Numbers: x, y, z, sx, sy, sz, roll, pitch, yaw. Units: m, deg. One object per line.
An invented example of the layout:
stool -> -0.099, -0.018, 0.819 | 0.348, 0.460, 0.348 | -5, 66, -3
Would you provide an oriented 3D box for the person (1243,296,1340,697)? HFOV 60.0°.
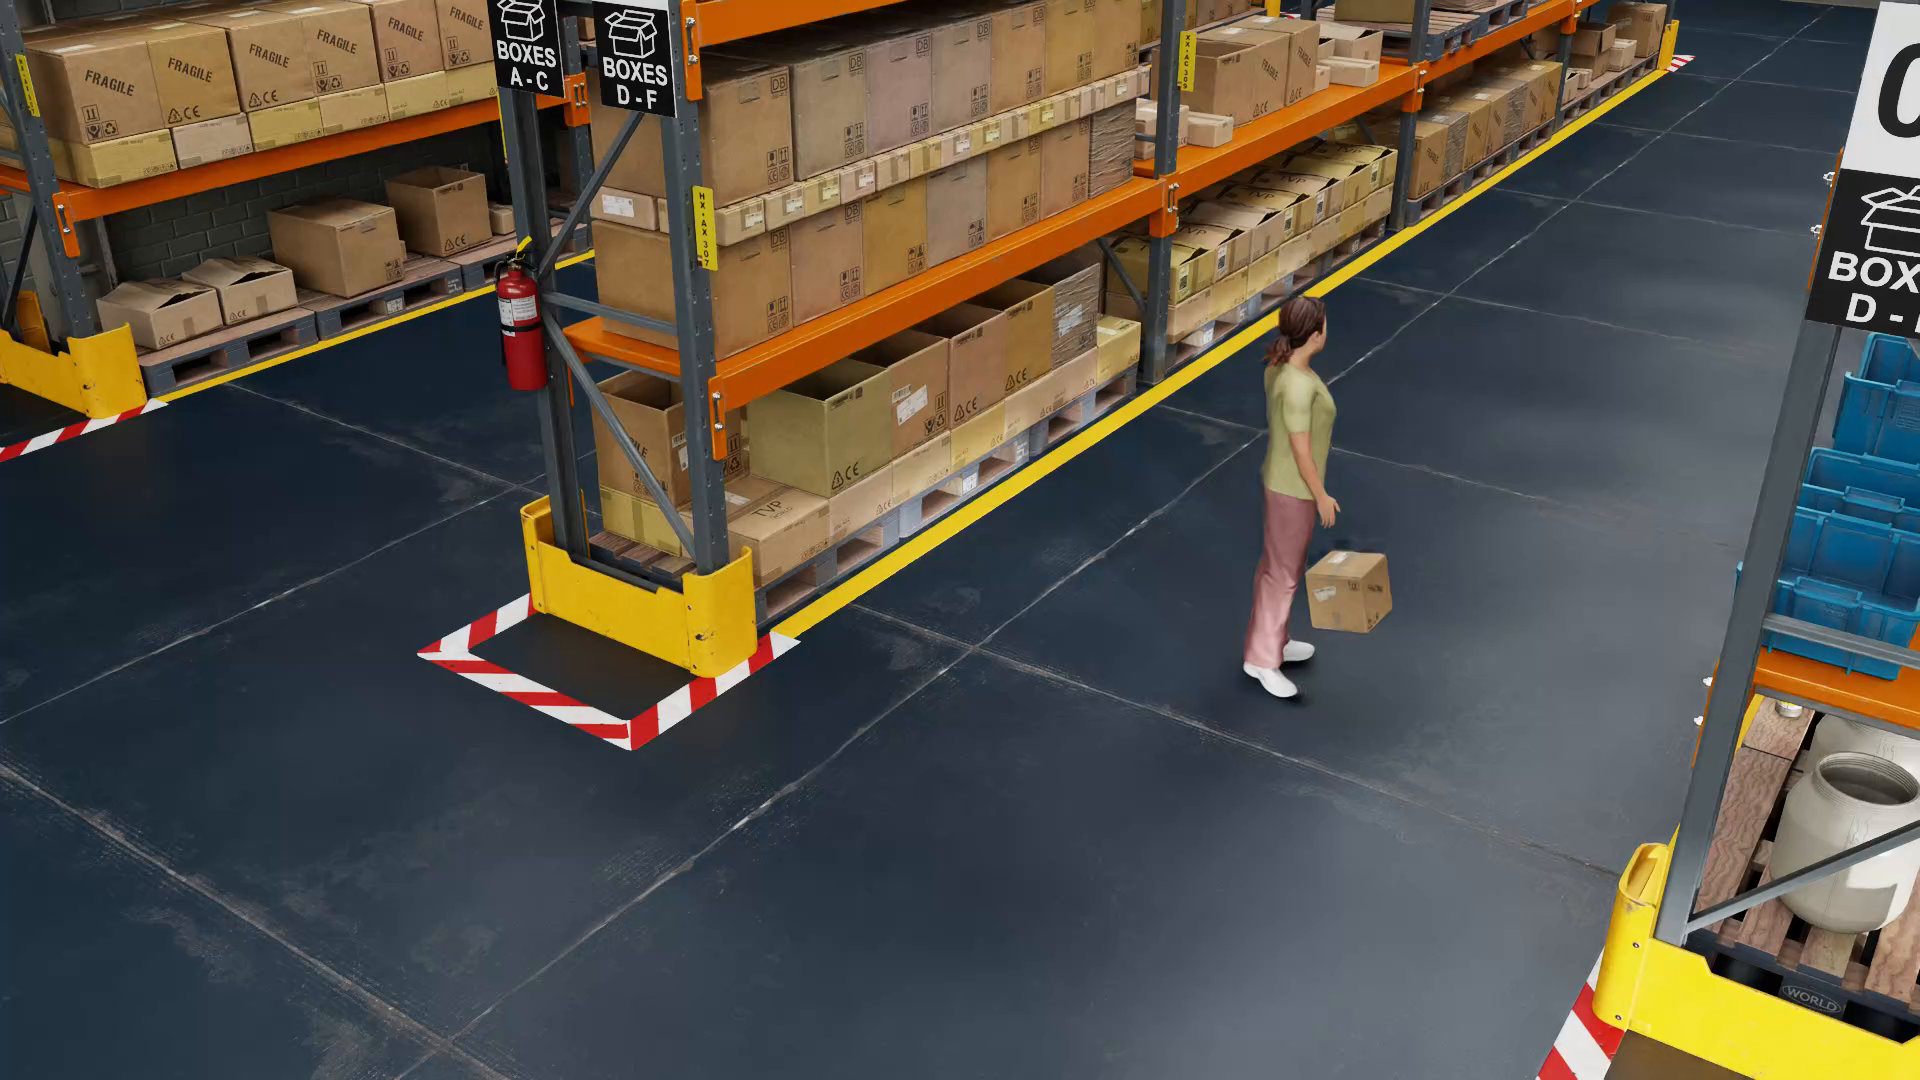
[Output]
person -> 1.400, -0.190, 6.967 | 0.353, 1.662, 0.564 | 1, 27, 2
